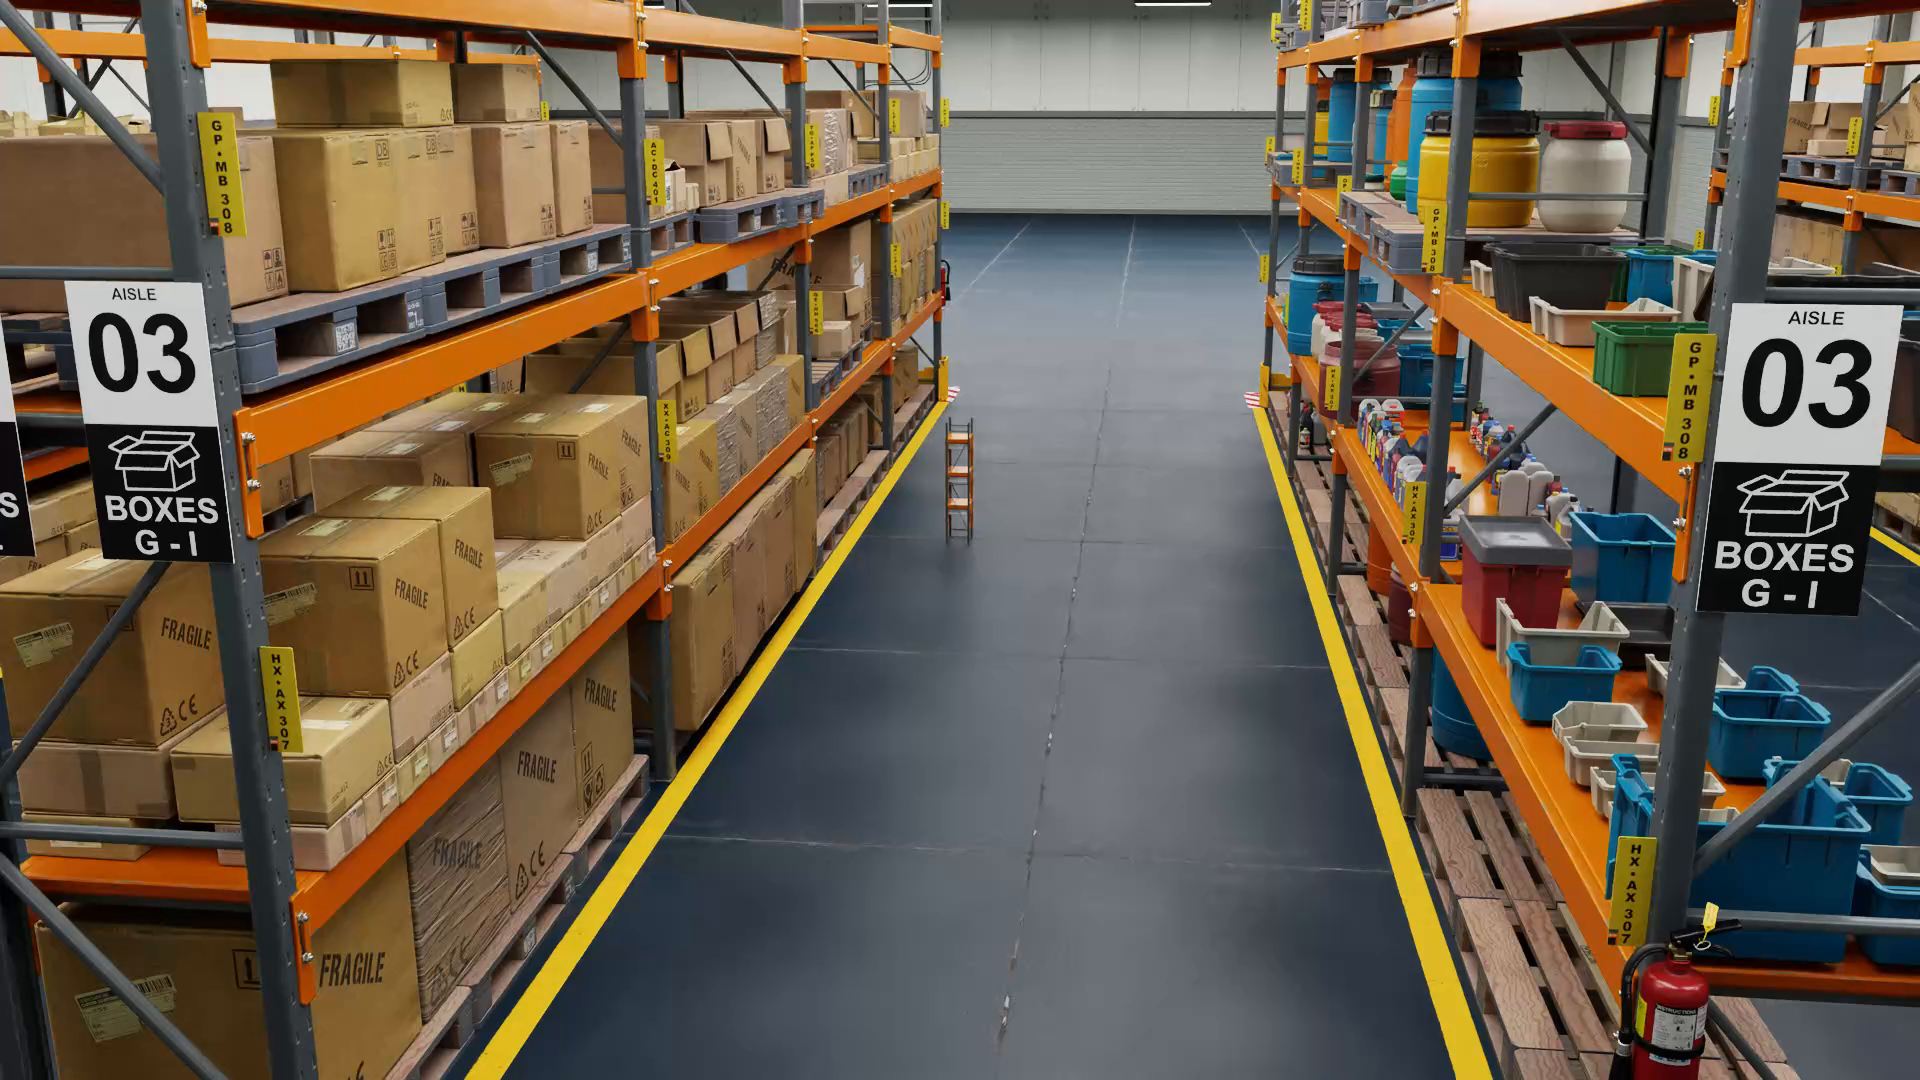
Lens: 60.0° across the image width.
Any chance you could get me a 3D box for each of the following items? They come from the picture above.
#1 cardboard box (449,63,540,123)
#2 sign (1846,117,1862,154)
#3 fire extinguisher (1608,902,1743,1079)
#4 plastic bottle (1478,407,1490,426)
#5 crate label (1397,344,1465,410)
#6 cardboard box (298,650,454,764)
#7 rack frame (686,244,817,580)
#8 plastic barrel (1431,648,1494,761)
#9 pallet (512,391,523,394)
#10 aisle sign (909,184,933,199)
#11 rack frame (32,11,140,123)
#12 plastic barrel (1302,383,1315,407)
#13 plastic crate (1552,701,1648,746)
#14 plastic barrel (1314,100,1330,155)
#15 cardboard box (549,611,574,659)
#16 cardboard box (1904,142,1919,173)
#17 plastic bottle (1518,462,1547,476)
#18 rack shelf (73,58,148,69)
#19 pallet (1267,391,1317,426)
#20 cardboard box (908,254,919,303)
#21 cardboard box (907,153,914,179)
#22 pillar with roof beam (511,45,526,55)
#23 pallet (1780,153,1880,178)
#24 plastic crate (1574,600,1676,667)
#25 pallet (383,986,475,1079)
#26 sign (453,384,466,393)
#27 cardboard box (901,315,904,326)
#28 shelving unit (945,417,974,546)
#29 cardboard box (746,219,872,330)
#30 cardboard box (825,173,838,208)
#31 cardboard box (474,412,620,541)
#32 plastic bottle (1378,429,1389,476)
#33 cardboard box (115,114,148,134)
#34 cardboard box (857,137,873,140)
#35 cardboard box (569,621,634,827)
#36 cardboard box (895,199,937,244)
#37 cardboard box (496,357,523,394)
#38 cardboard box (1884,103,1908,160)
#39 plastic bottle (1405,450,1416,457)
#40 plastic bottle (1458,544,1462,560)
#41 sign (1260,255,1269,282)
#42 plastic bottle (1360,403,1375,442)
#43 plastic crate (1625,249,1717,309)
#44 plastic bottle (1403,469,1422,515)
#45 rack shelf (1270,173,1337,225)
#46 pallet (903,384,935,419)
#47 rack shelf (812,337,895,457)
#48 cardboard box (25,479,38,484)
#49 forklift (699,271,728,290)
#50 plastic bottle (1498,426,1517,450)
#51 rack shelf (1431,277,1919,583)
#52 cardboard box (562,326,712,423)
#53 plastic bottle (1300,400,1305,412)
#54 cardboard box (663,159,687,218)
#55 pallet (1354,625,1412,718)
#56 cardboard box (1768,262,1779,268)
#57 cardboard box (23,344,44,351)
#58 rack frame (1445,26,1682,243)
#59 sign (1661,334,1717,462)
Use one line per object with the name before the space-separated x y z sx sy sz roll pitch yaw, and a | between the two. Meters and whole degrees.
cardboard box | -2.198 -1.996 7.425 0.500 0.250 0.500 1 15 3
sign | 8.108 -3.664 15.077 0.100 0.325 0.005 2 15 6
fire extinguisher | 1.915 1.296 4.484 0.296 0.674 0.183 2 15 6
plastic bottle | 3.639 -0.788 11.553 0.061 0.283 0.133 2 15 6
crate label | 3.668 -1.288 13.113 0.502 0.435 0.616 2 15 6
cardboard box | -2.163 0.585 5.971 0.500 0.250 0.500 2 15 6
rack frame | -1.635 -1.168 12.734 1.000 3.000 0.127 2 15 6
plastic barrel | 2.914 0.685 9.096 0.600 0.901 0.708 2 15 6
pallet | -5.801 -1.543 19.466 1.003 0.211 1.213 2 15 6
aisle sign | -0.427 -4.505 20.094 0.394 0.787 0.004 2 15 6
rack frame | -6.551 -4.236 12.588 1.000 3.000 0.127 2 15 6
plastic barrel | 4.135 -1.795 19.017 0.421 0.512 0.421 0 15 0
plastic crate | 2.365 0.710 6.181 0.298 0.136 0.250 2 15 6
plastic barrel | 4.187 -4.539 18.289 0.600 0.588 0.600 0 15 0
cardboard box | -1.939 0.413 7.369 0.380 0.149 0.250 1 15 5
cardboard box | 8.580 -3.331 14.471 0.500 0.250 0.500 3 15 12
plastic bottle | 3.397 -0.334 9.887 0.152 0.276 0.135 2 15 6
rack shelf | -10.804 -5.563 18.879 1.077 0.370 4.000 2 15 6
pallet | 4.131 -1.519 19.375 1.003 0.211 1.213 2 15 6
cardboard box | -0.926 -2.902 18.385 0.875 0.500 0.500 2 15 6
cardboard box | -0.757 -3.956 17.585 0.500 0.250 0.500 1 15 4
pillar with roof beam | -8.822 -14.076 48.977 9.100 9.000 0.548 2 15 6
pallet | 8.870 -3.855 17.095 1.003 0.211 1.213 2 15 6
plastic crate | 2.976 0.418 7.283 0.437 0.125 0.590 2 15 6
pallet | -2.525 2.044 6.200 1.003 0.211 1.213 2 15 6
sign | -2.626 -0.664 8.806 0.100 0.325 0.005 2 15 6
cardboard box | -0.799 -2.326 17.498 0.380 0.149 0.250 2 15 6
shelving unit | -0.006 -0.493 13.974 0.215 1.050 0.252 2 15 6
cardboard box | -1.412 -2.495 15.690 1.000 1.000 1.000 2 15 7
cardboard box | -1.270 -2.791 13.277 0.500 0.250 0.500 2 15 8
cardboard box | -1.933 -0.306 7.830 0.500 0.500 0.500 2 15 7
plastic bottle | 2.741 -0.564 10.726 0.061 0.283 0.133 2 15 6
cardboard box | -6.339 -3.093 12.450 0.396 0.266 0.258 2 15 6
cardboard box | -1.155 -4.344 18.256 0.380 0.149 0.250 2 15 6
cardboard box | -2.240 0.862 8.495 0.875 0.875 0.875 2 15 6
cardboard box | -0.548 -3.767 19.670 0.500 0.500 0.500 2 15 6
cardboard box | -5.757 -2.186 19.765 0.875 0.875 0.875 1 15 5
cardboard box | 8.978 -3.802 15.464 0.500 0.500 0.500 3 15 11
plastic bottle | 2.760 -0.418 10.209 0.097 0.271 0.097 0 15 0
plastic bottle | 2.685 -0.001 8.801 0.097 0.201 0.097 0 15 0
sign | 3.643 -3.248 19.895 0.100 0.325 0.005 2 15 6
plastic bottle | 2.876 -0.828 11.723 0.097 0.271 0.097 0 15 0
plastic crate | 3.050 -1.106 7.080 0.416 0.233 0.300 2 15 6
plastic bottle | 2.657 -0.262 9.621 0.152 0.276 0.135 2 15 6
rack shelf | 3.964 -3.679 17.651 1.077 0.370 4.000 2 15 6
pallet | -0.867 -1.667 19.923 1.003 0.211 1.213 2 15 6
rack shelf | -1.409 -1.339 14.746 1.077 0.370 4.000 2 15 6
cardboard box | -6.996 -0.267 11.950 0.500 0.250 0.500 2 15 7
forklift | -2.753 -1.912 15.618 1.130 2.935 3.031 0 15 1
plastic bottle | 3.477 -0.544 10.522 0.144 0.351 0.185 2 15 6
rack shelf | 2.610 -0.566 6.141 1.077 0.370 4.000 2 15 6
cardboard box | -1.933 -1.006 10.023 0.797 0.503 0.637 2 15 7
plastic bottle | 3.582 -1.302 17.462 0.144 0.351 0.185 2 15 6
cardboard box | -1.873 -2.020 9.505 0.500 0.311 0.500 1 15 4
pallet | 3.099 0.846 10.630 1.003 0.211 1.213 2 15 6
cardboard box | 8.678 -2.817 17.399 0.380 0.149 0.250 2 15 7
cardboard box | -6.886 -1.392 12.102 0.380 0.149 0.250 1 15 4
rack frame | 2.835 -2.880 7.574 1.000 3.000 0.127 2 15 6
sign | 1.836 -0.356 4.187 0.100 0.325 0.005 2 15 6
